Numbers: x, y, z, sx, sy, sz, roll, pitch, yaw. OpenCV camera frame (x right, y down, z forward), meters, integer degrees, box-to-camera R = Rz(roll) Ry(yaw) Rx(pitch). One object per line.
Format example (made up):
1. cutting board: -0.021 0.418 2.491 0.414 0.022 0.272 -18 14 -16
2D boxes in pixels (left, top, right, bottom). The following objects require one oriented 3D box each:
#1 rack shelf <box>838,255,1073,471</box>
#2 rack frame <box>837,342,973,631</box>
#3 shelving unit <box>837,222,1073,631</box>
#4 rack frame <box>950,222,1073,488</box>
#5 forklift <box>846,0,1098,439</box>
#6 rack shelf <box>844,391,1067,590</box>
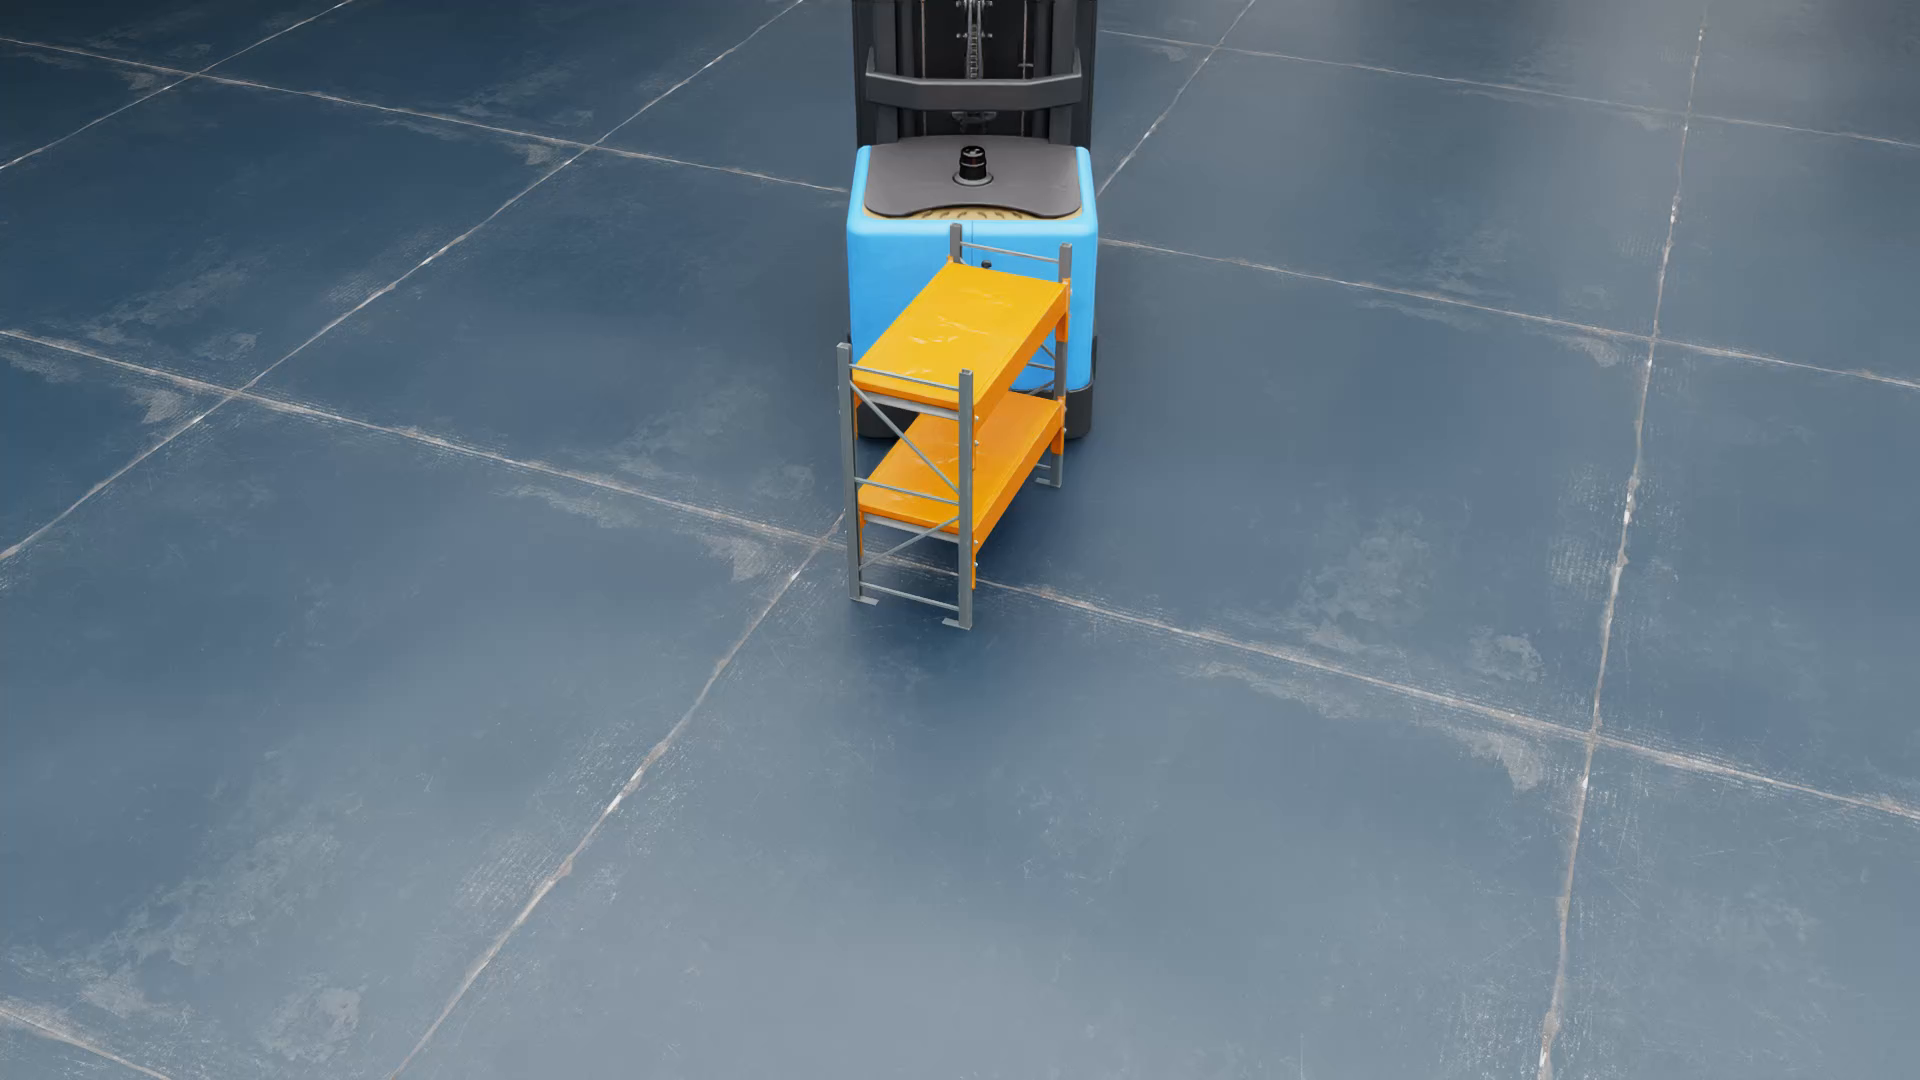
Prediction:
1. rack shelf: 0.003 -0.689 6.243 0.538 0.278 1.000 14 39 18
2. rack frame: -0.191 -0.173 6.042 0.500 1.125 0.032 14 39 18
3. shelving unit: 0.003 -0.454 6.418 0.538 1.125 1.048 14 39 18
4. rack frame: 0.196 -0.736 6.795 0.500 1.125 0.032 14 39 18
5. forklift: 0.067 -2.464 7.598 1.130 2.935 3.031 0 37 1
6. rack shelf: 0.003 -0.258 6.565 0.538 0.278 1.000 14 39 18
